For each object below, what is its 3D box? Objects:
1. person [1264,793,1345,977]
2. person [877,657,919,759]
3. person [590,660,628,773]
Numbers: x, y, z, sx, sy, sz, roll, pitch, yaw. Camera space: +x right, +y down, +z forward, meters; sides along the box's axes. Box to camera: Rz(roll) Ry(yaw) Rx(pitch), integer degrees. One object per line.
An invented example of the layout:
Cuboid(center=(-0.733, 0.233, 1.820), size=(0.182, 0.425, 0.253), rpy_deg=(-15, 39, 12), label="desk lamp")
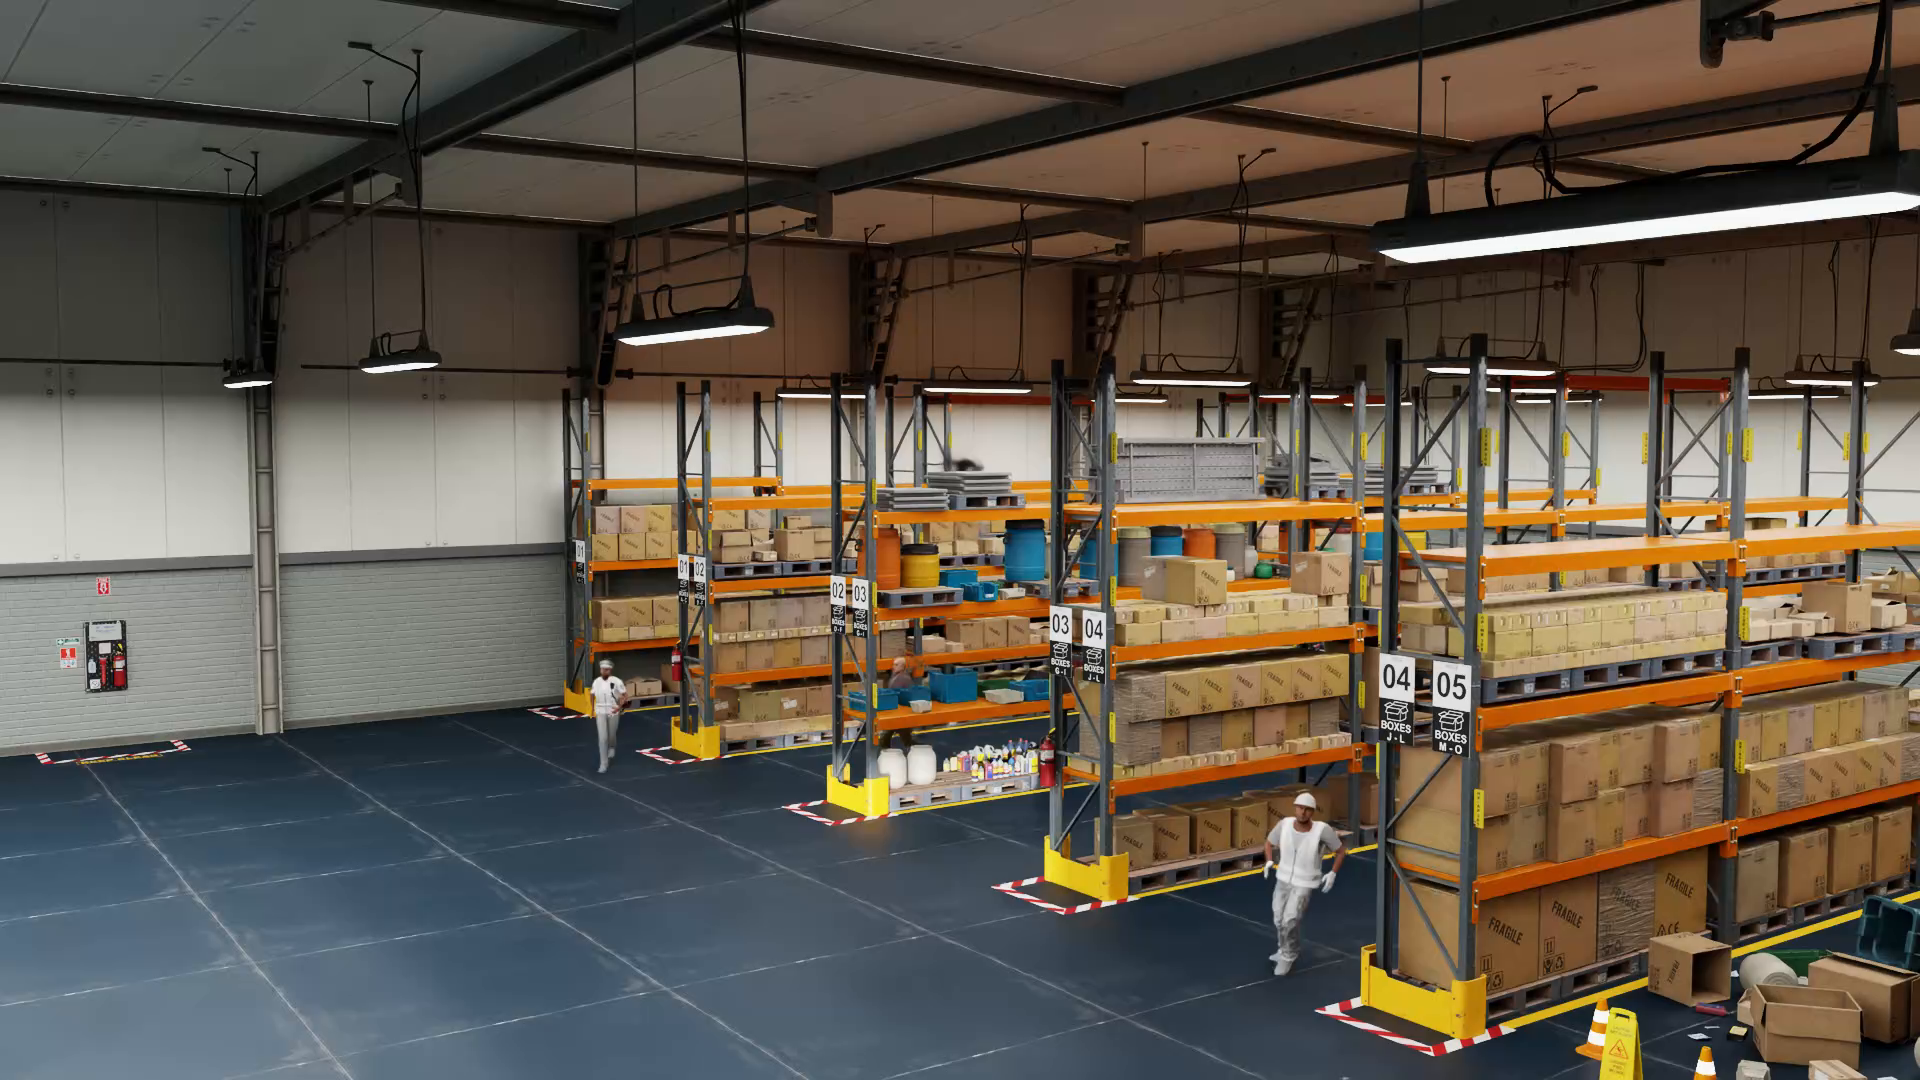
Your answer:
Cuboid(center=(3.225, 3.281, 15.844), size=(0.744, 1.771, 0.651), rpy_deg=(3, 5, 38), label="person")
Cuboid(center=(-0.923, 2.643, 24.891), size=(1.046, 1.780, 0.695), rpy_deg=(-3, 5, -40), label="person")
Cuboid(center=(-5.415, 2.679, 25.657), size=(0.596, 1.693, 0.798), rpy_deg=(0, 4, -4), label="person")
